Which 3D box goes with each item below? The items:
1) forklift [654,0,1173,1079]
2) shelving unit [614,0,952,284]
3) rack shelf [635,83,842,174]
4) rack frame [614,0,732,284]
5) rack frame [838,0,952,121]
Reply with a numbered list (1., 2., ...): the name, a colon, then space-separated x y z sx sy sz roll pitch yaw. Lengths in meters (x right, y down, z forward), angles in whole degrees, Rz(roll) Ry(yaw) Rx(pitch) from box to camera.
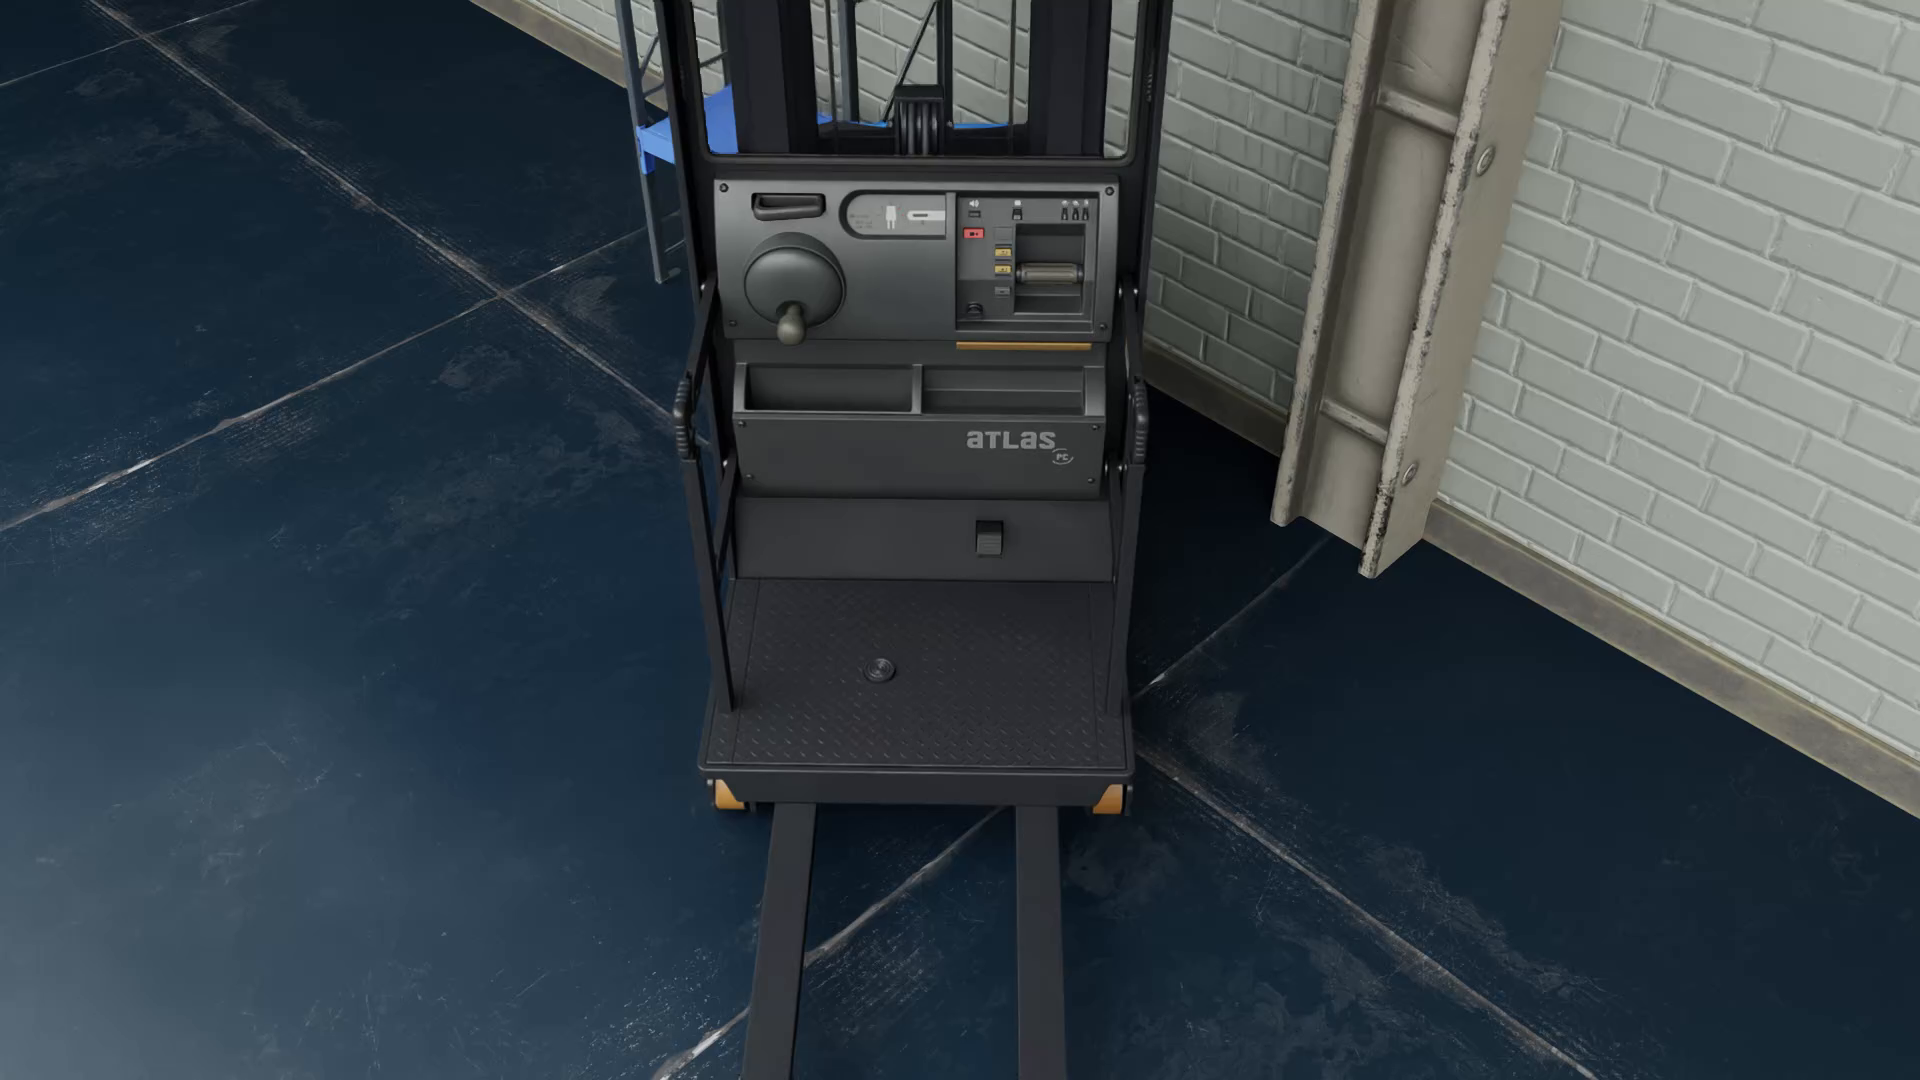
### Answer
1. forklift: -0.102 -0.563 3.700 1.130 2.935 3.031 1 43 1
2. shelving unit: -0.591 -1.444 5.707 1.048 1.500 0.538 28 50 27
3. rack shelf: -0.591 -1.312 5.829 1.000 0.185 0.538 28 50 27
4. rack frame: -0.988 -1.659 5.940 0.032 1.500 0.500 28 50 27
5. rack frame: -0.193 -1.229 5.474 0.032 1.500 0.500 28 50 27
